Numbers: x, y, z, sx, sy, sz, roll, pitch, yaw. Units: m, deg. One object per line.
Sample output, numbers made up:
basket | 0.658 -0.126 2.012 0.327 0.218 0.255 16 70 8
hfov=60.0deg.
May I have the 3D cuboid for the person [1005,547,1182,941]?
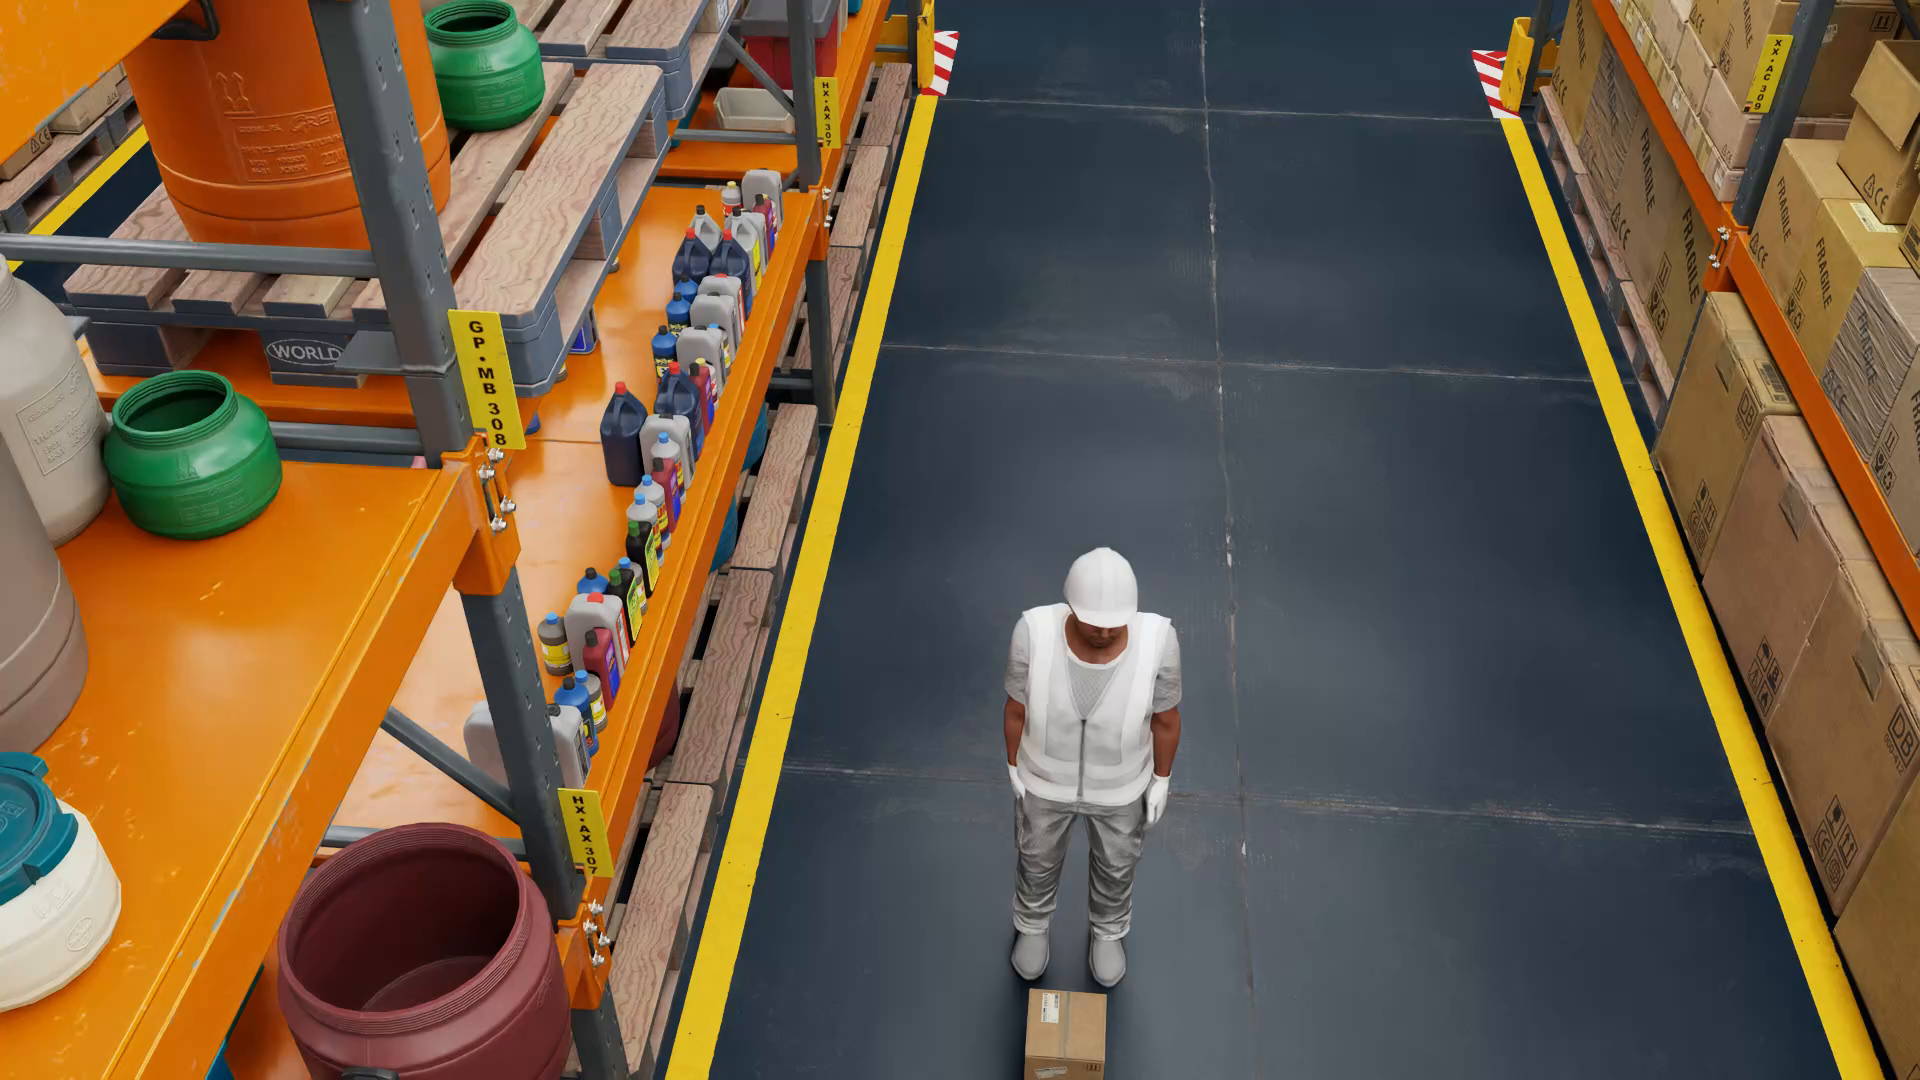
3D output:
person | 0.402 0.711 5.239 0.542 1.718 0.349 4 40 5
